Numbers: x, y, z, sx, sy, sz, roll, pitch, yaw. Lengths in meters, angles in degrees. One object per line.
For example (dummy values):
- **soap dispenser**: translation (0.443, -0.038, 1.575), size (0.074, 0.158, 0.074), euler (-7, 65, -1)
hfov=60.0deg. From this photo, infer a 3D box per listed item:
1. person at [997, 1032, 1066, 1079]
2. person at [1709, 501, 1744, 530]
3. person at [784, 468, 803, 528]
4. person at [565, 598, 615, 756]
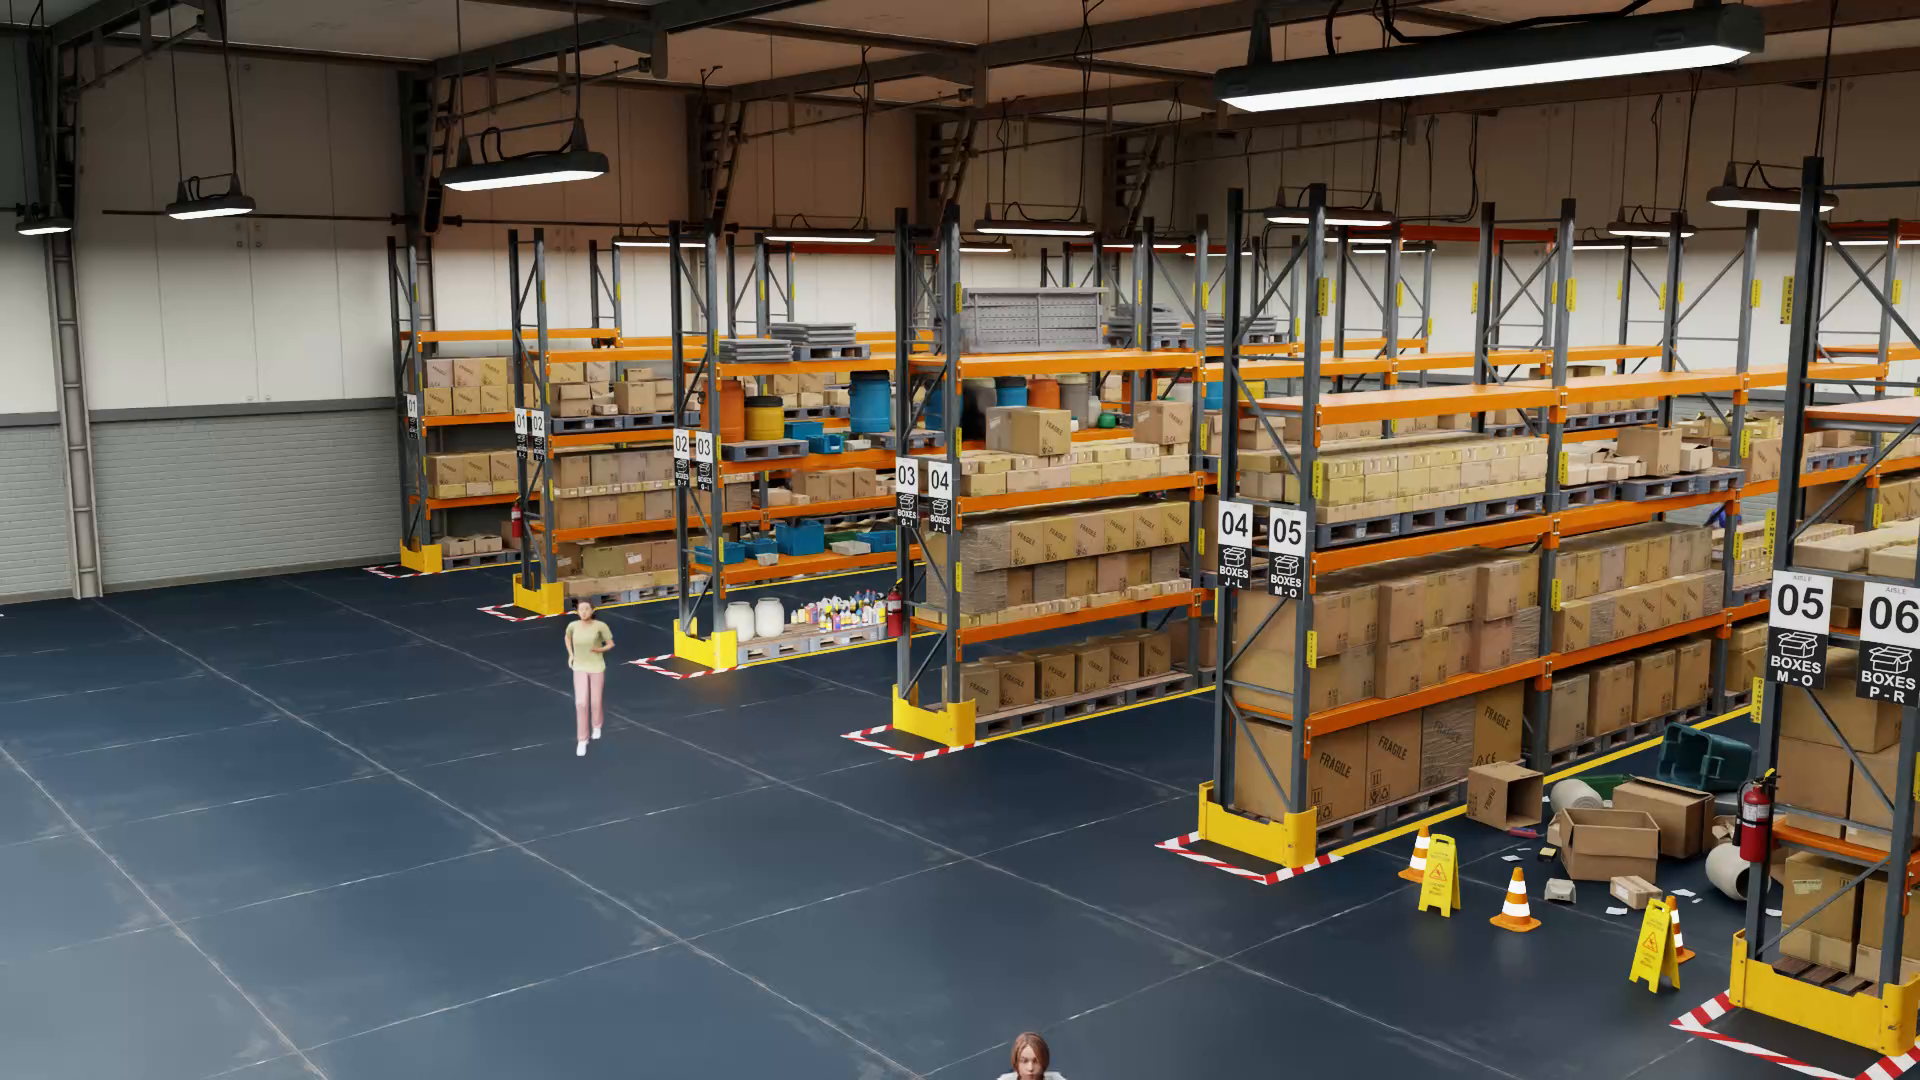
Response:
- **person**: translation (0.340, 3.162, 8.138), size (0.540, 1.561, 0.520), euler (1, 9, 7)
- **person**: translation (13.317, -0.025, 28.773), size (0.581, 1.586, 0.519), euler (-1, 9, -9)
- **person**: translation (-3.146, -0.588, 31.792), size (0.660, 1.713, 0.955), euler (7, 11, 39)
- **person**: translation (-4.130, 1.481, 18.589), size (0.562, 1.705, 0.809), euler (-1, 9, -7)
